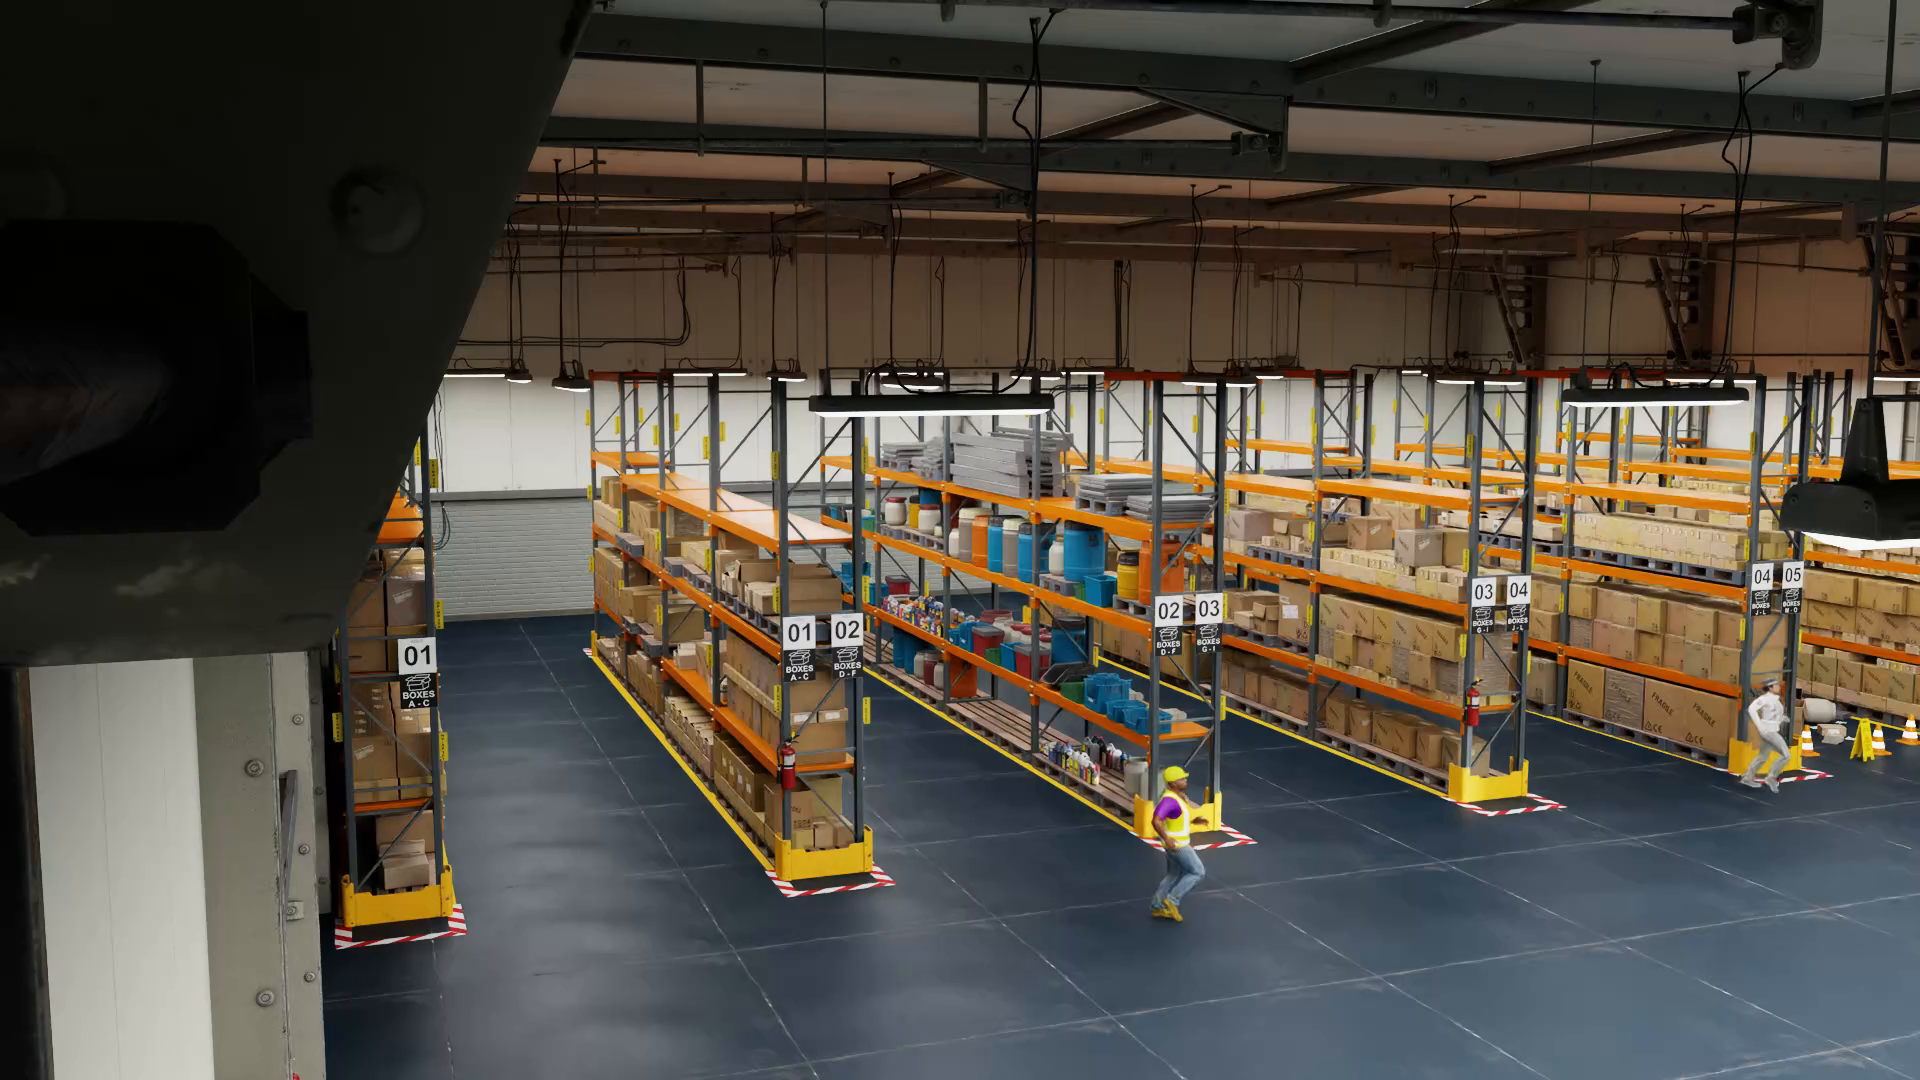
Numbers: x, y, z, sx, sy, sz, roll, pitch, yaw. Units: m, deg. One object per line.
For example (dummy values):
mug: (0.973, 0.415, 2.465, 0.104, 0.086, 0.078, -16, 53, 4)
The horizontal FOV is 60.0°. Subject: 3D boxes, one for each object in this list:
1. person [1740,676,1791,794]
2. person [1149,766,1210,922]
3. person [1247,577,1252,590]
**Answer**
person: (11.737, 2.814, 24.166, 0.646, 1.714, 0.603, 3, 7, 27)
person: (2.456, 3.387, 18.566, 0.665, 1.740, 0.685, 0, 6, 4)
person: (7.296, 0.910, 41.704, 0.565, 1.572, 0.703, 3, 7, 23)
